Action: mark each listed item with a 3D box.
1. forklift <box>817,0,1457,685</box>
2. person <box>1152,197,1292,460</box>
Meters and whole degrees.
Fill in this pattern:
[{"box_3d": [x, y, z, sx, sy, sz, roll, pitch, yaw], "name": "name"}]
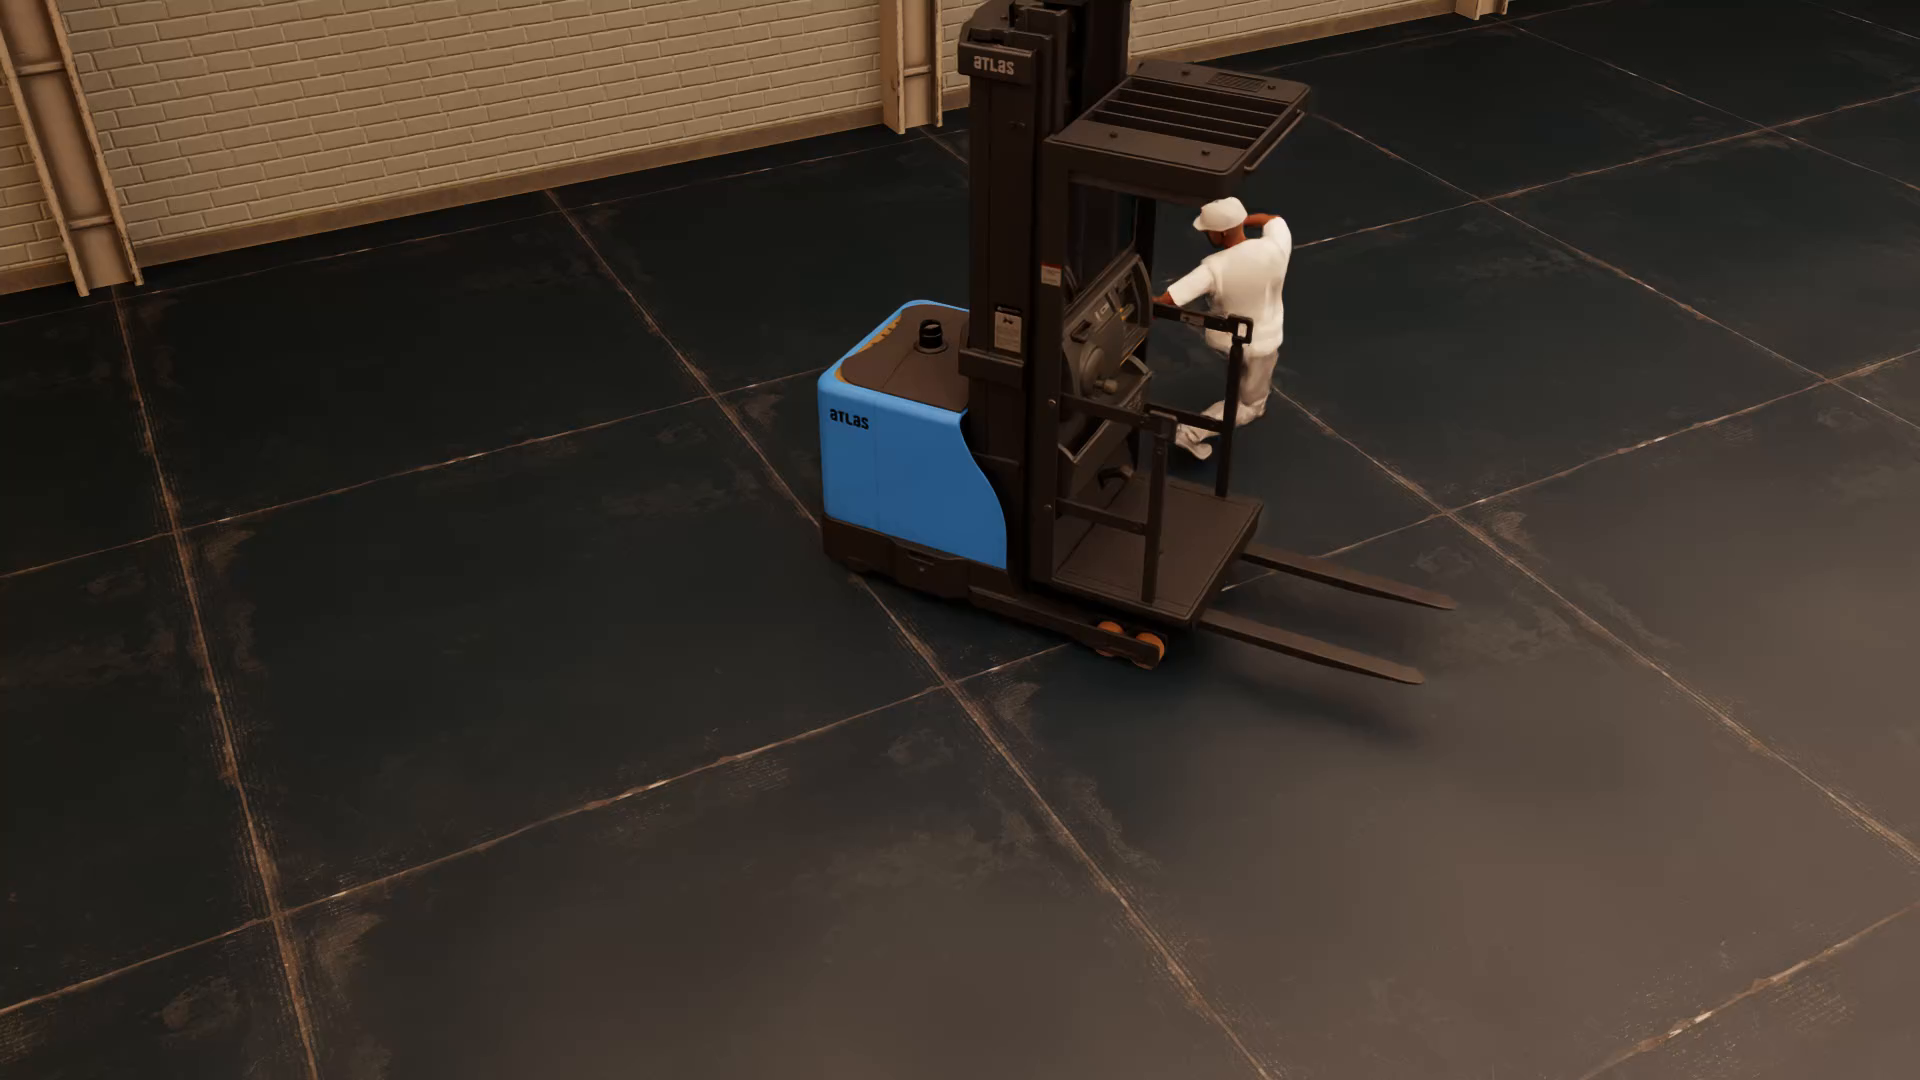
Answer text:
[{"box_3d": [0.852, -0.945, 7.460, 3.031, 2.935, 1.130, 16, 38, 22], "name": "forklift"}, {"box_3d": [1.370, -1.226, 9.136, 0.839, 1.503, 0.973, 18, 39, 24], "name": "person"}]
